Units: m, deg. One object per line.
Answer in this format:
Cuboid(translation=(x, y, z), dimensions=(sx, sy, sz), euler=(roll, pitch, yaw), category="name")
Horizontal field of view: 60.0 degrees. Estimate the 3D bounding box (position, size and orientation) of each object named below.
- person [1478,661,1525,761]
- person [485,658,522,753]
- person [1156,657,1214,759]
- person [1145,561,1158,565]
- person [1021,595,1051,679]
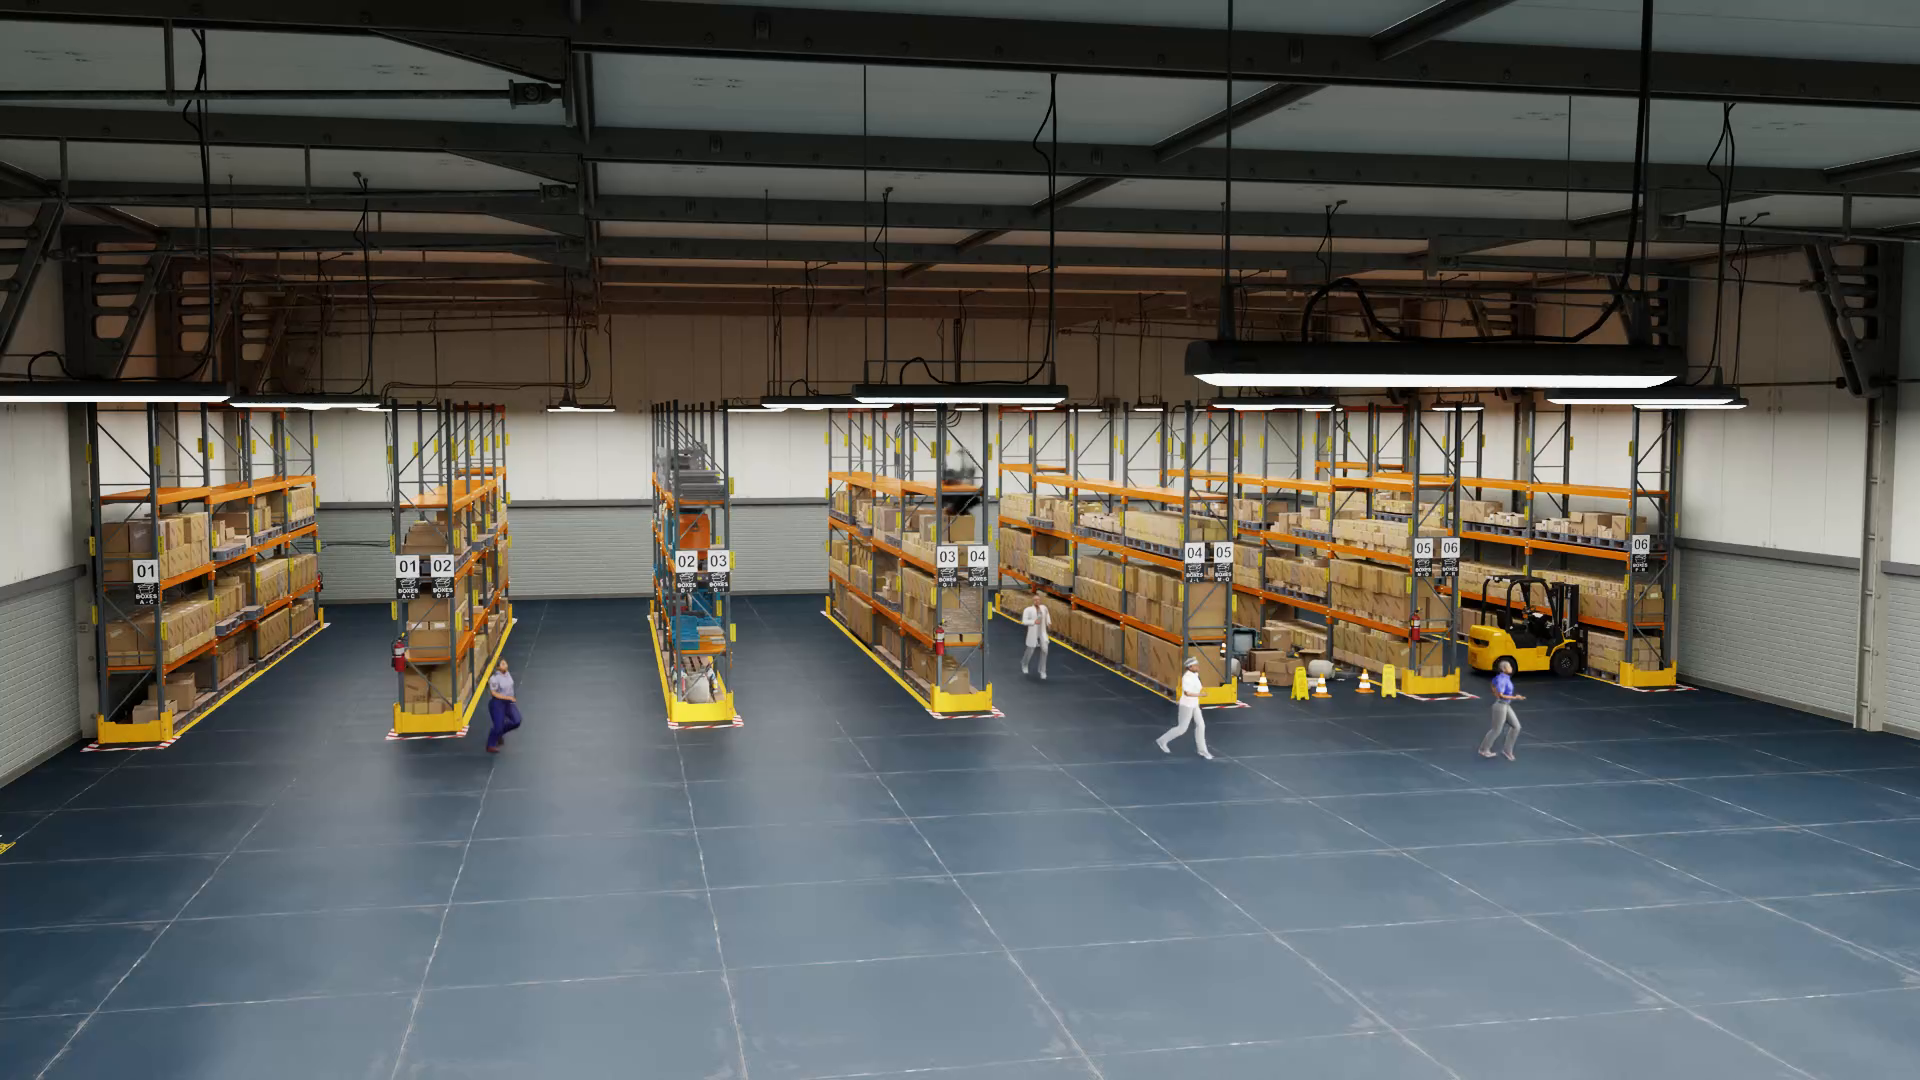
Cuboid(translation=(8.965, 2.845, 27.488), dimensions=(0.739, 1.698, 0.568), euler=(3, 5, 32), category="person")
Cuboid(translation=(-7.735, 2.799, 28.205), dimensions=(0.676, 1.602, 0.630), euler=(2, 5, 26), category="person")
Cuboid(translation=(3.779, 2.785, 27.764), dimensions=(0.937, 1.719, 0.588), euler=(2, 5, 23), category="person")
Cuboid(translation=(5.985, 1.023, 51.041), dimensions=(0.676, 1.802, 0.714), euler=(0, 4, 0), category="person")
Cuboid(translation=(1.664, 2.088, 36.333), dimensions=(0.731, 1.808, 0.988), euler=(-1, 5, -17), category="person")
